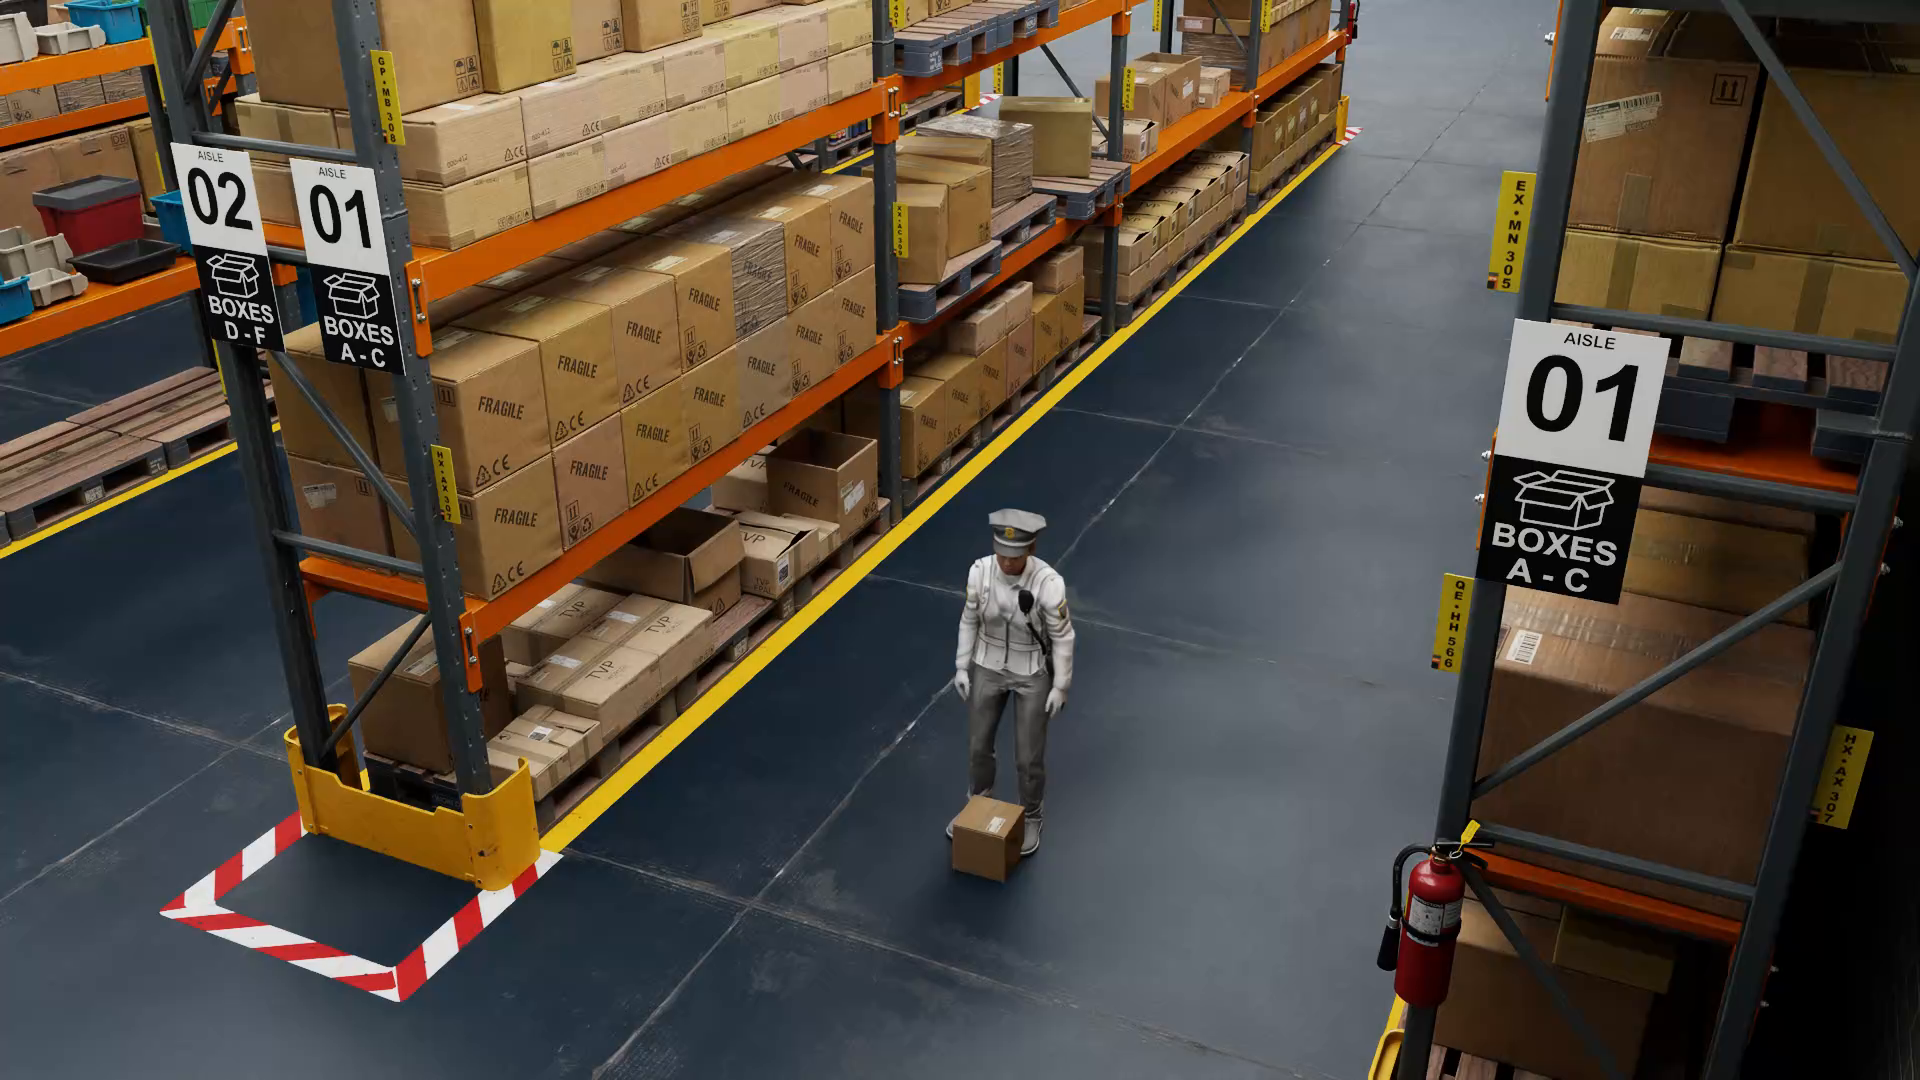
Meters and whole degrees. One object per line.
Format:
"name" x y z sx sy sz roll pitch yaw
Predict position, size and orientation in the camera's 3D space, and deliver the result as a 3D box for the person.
"person" 0.230 0.611 7.372 0.545 1.663 0.376 10 28 19
